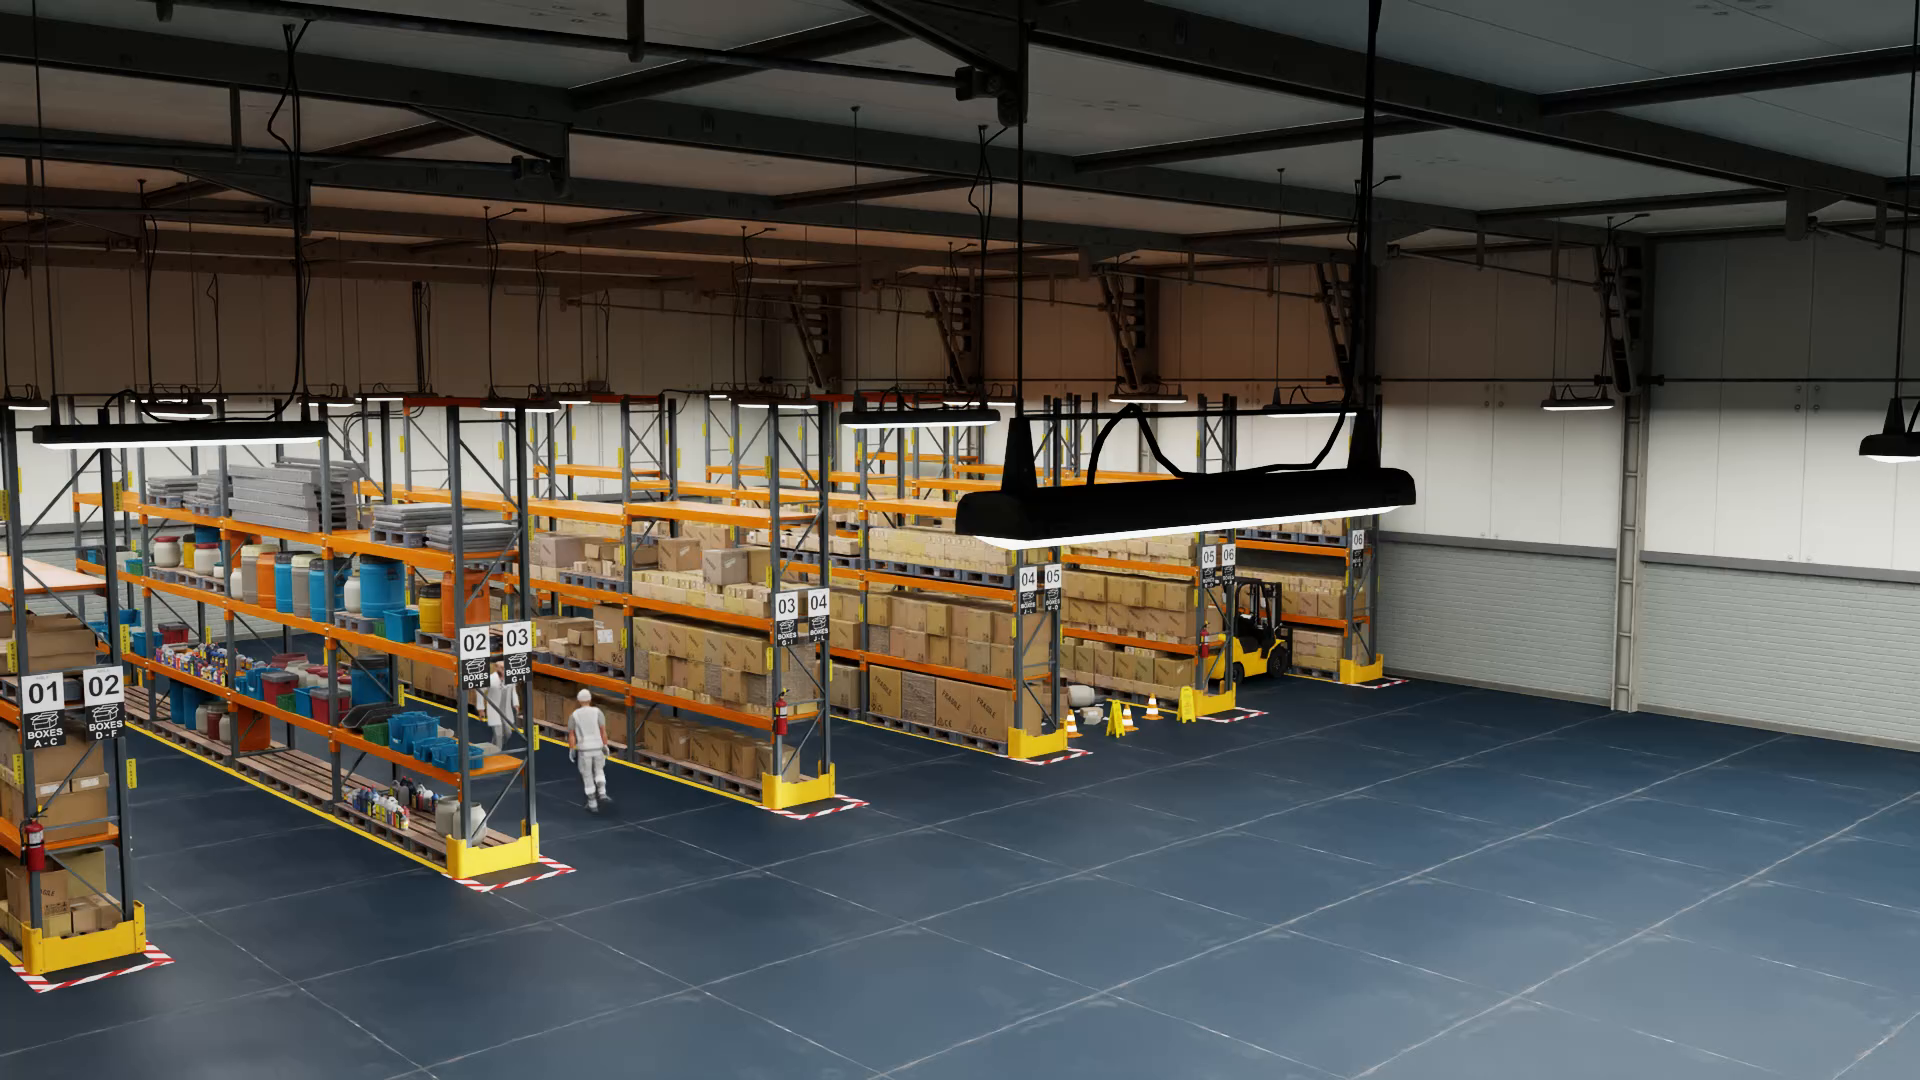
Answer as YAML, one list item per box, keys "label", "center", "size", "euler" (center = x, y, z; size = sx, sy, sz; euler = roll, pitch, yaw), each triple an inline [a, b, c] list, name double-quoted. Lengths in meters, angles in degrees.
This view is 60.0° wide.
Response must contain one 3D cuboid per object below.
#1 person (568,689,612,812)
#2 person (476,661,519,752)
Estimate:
- label: "person"
  center: [-5.438, 3.081, 24.407]
  size: [0.572, 1.775, 0.509]
  euler: [-3, 6, -30]
- label: "person"
  center: [-7.695, 2.869, 27.512]
  size: [0.687, 1.657, 0.680]
  euler: [5, 8, 44]
